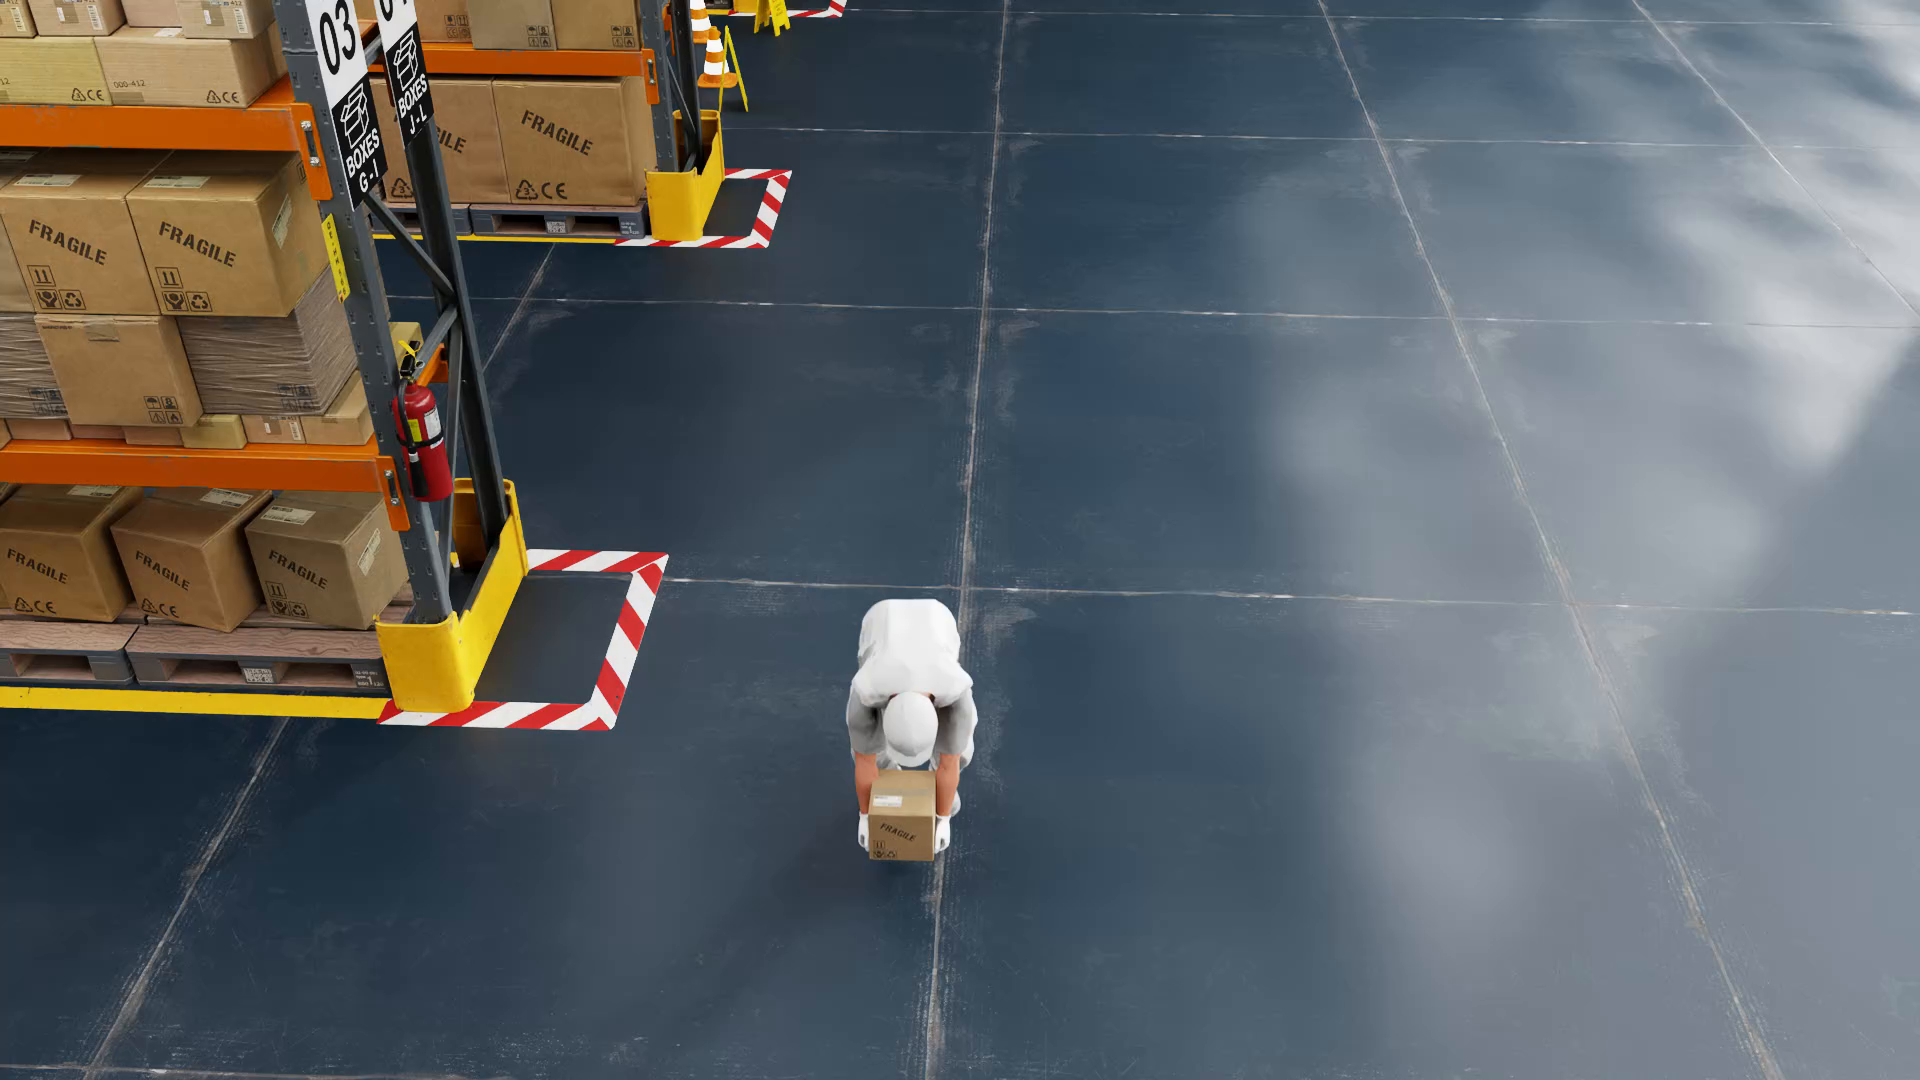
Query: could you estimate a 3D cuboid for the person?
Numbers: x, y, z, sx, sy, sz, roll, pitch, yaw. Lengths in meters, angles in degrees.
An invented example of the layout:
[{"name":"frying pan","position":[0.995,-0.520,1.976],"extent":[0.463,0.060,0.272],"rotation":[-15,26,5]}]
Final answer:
[{"name":"person","position":[-0.193,0.783,6.670],"extent":[0.531,1.004,0.957],"rotation":[0,35,0]}]
